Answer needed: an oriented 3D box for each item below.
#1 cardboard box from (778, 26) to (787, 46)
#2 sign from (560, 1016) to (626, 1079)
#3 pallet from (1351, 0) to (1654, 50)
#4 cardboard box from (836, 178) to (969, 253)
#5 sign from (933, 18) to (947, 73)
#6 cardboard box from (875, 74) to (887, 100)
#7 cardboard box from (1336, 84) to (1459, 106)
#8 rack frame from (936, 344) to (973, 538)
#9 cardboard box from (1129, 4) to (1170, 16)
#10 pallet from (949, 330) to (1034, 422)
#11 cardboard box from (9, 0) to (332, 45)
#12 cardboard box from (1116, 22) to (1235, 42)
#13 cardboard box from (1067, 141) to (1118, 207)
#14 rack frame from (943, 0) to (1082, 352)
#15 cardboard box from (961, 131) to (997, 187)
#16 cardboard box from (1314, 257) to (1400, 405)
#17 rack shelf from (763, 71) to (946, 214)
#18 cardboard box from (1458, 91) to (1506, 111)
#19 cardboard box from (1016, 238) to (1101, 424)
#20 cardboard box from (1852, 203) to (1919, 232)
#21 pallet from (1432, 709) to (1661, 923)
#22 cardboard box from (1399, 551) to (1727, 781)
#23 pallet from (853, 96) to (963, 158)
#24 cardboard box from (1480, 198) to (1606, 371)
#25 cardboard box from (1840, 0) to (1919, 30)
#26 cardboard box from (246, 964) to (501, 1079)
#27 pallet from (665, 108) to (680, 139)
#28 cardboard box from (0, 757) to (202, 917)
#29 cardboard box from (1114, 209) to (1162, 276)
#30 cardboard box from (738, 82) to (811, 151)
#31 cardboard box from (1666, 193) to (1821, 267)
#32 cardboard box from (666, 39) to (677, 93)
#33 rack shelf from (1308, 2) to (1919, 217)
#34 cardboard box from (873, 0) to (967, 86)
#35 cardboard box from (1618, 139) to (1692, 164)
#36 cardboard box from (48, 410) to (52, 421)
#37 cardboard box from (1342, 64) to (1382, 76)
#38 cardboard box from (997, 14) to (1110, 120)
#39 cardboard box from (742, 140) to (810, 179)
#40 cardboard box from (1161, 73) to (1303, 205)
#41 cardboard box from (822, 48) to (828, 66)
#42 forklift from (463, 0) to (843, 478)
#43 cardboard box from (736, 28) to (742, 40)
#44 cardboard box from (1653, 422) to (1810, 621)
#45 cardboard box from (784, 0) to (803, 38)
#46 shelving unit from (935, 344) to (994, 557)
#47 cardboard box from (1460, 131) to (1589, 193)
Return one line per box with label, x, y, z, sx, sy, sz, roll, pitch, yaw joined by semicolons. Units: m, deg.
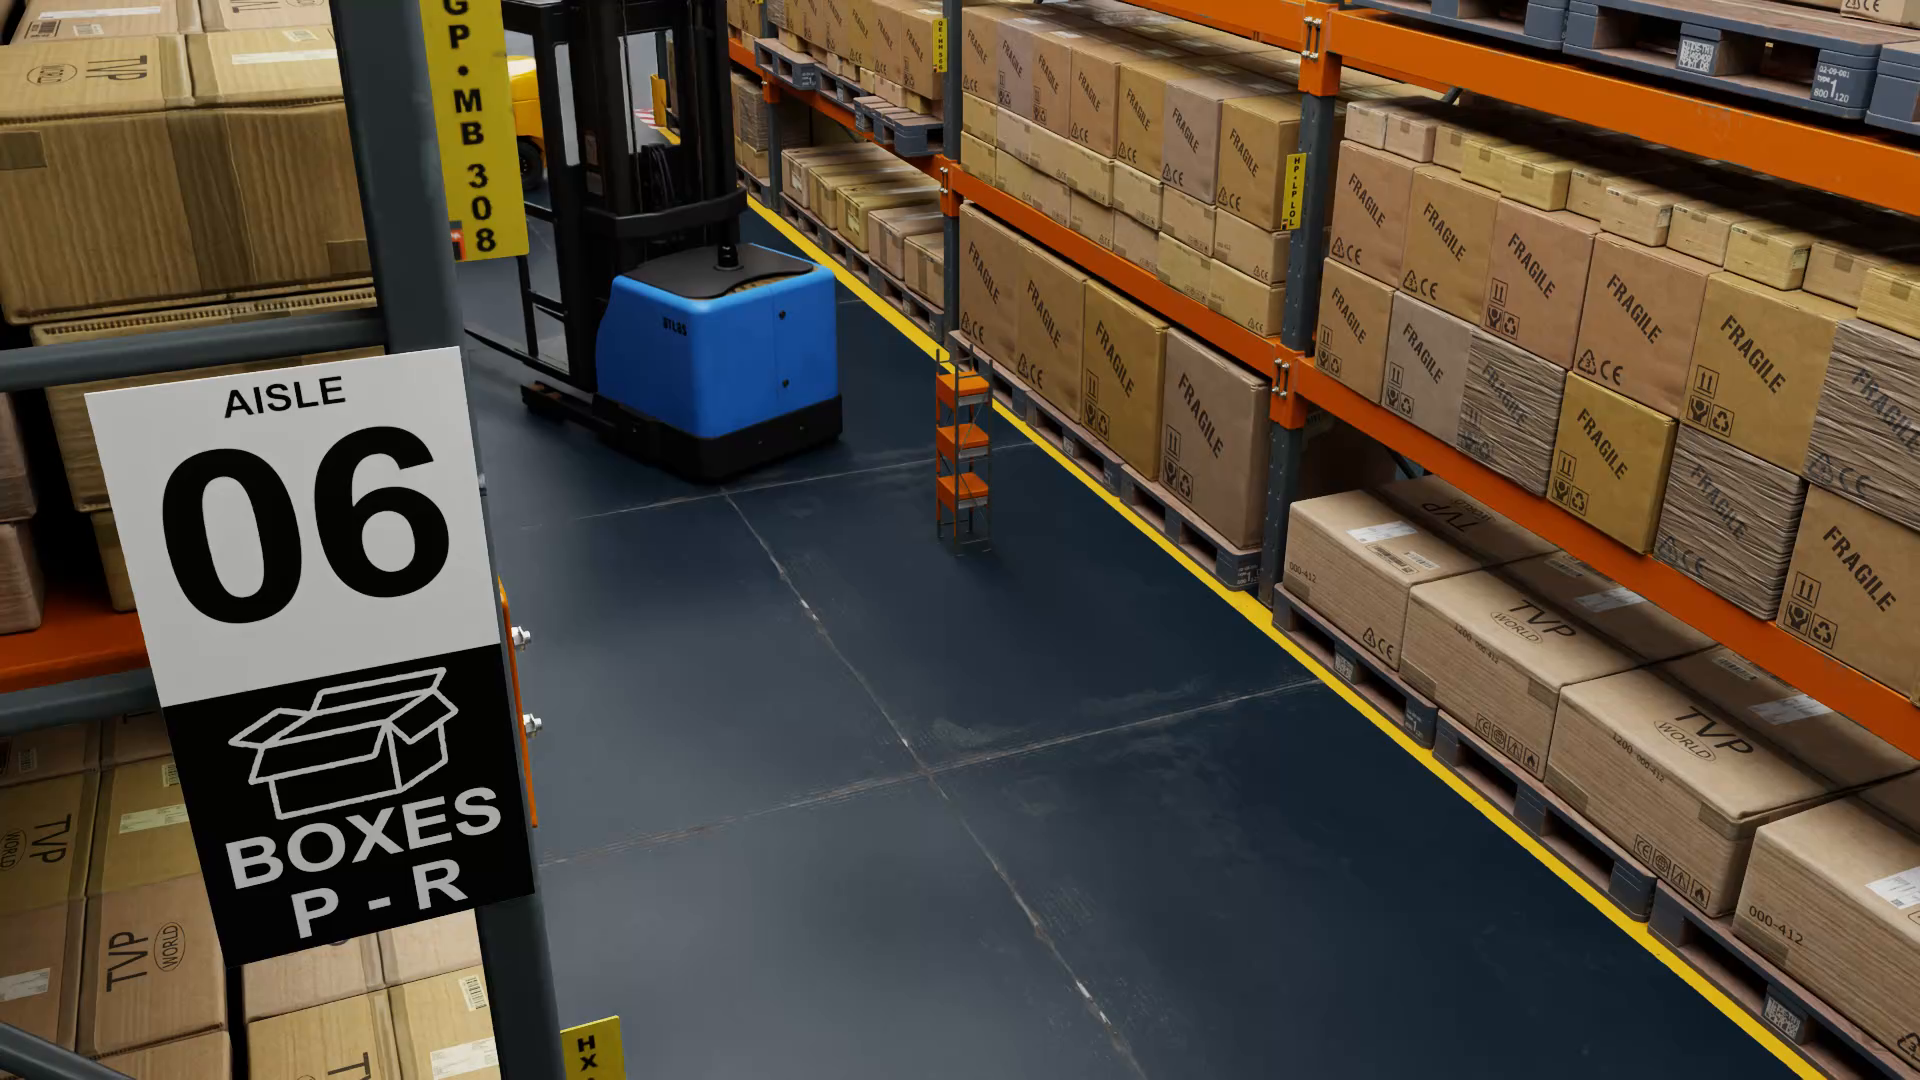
cardboard box;-1.268;-4.143;13.625;0.380;0.149;0.250;-10;28;-20
sign;-0.561;0.872;2.559;0.100;0.325;0.005;-11;28;-21
pallet;2.250;-2.091;6.296;1.003;0.211;1.213;-11;28;-21
cardboard box;-0.427;-2.571;13.114;0.950;0.372;0.625;-10;28;-19
sign;-0.123;-3.118;10.487;0.100;0.325;0.005;-11;28;-21
cardboard box;-0.375;-3.190;11.673;0.380;0.149;0.250;-12;28;-23
cardboard box;2.032;-1.836;7.839;0.500;0.500;0.500;-10;28;-20
rack frame;-0.027;-0.499;8.576;0.200;1.050;0.008;-11;28;-21
cardboard box;2.428;-5.468;18.472;0.875;0.875;0.875;-11;28;-21
pallet;0.612;-1.146;10.856;1.003;0.211;1.213;-11;28;-21
cardboard box;-1.184;-0.716;2.640;0.500;0.250;0.500;-11;28;-21
cardboard box;1.213;-2.653;9.511;0.500;0.500;0.500;-11;28;-21
cardboard box;0.916;-2.021;9.072;0.500;0.250;0.500;-10;28;-20
rack frame;0.373;-2.730;10.922;1.000;3.000;0.127;-11;28;-21
cardboard box;0.333;-2.422;10.462;0.500;0.250;0.500;-11;28;-21
cardboard box;1.882;-0.926;7.113;0.500;0.500;0.500;-10;28;-19
rack shelf;-0.410;-3.214;12.734;1.077;0.370;4.000;-11;28;-21
cardboard box;2.353;-1.831;7.089;0.380;0.149;0.250;-11;28;-22
cardboard box;0.913;-1.310;9.957;0.875;0.875;0.875;-10;28;-20
cardboard box;3.127;-1.003;5.393;0.380;0.149;0.250;-10;28;-20
pallet;2.647;0.952;6.560;1.003;0.211;1.213;-11;28;-21
cardboard box;2.438;0.481;6.788;0.875;0.438;0.875;-11;28;-22
pallet;-0.004;-2.913;11.516;1.213;0.211;1.003;-11;28;-21
cardboard box;2.285;-0.962;6.047;0.500;0.500;0.500;-10;28;-20
cardboard box;2.966;-1.655;4.810;0.500;0.311;0.500;-10;28;-20
cardboard box;-0.990;1.058;2.995;0.500;0.250;0.500;-10;28;-20
pallet;-2.445;-4.342;17.402;1.003;0.211;1.213;-11;28;-21
cardboard box;-1.875;0.739;3.650;0.500;0.250;0.500;-10;28;-19
cardboard box;1.153;-1.598;8.776;0.500;0.250;0.500;-11;28;-22
cardboard box;-1.672;-3.828;14.971;0.500;0.500;0.500;-11;28;-21
cardboard box;2.545;-1.011;5.410;0.380;0.149;0.250;-10;28;-19
cardboard box;-2.689;-4.867;17.100;0.500;0.500;0.500;-12;28;-22
rack shelf;2.723;-1.332;5.461;1.077;0.370;4.000;-11;28;-21
cardboard box;-0.273;-3.440;11.445;0.500;0.500;0.500;-11;28;-21
cardboard box;2.692;-1.410;6.226;0.380;0.149;0.250;-11;28;-21
cardboard box;-1.694;-0.288;2.788;0.380;0.149;0.250;-12;28;-22
cardboard box;3.648;-4.179;15.975;1.050;0.750;0.750;-11;28;-21
cardboard box;0.544;-2.784;9.781;0.500;0.500;0.500;-10;28;-20
cardboard box;-1.672;-3.490;15.135;0.500;0.250;0.500;-9;28;-18
cardboard box;1.324;-1.954;8.080;0.500;0.500;0.500;-10;28;-20
cardboard box;-0.839;-3.728;12.775;0.380;0.149;0.250;-10;28;-20
forklift;-2.097;-2.208;9.933;3.031;2.935;1.130;24;35;39
cardboard box;-1.819;-4.630;15.101;0.380;0.149;0.250;-11;28;-21
cardboard box;2.680;-0.106;5.434;0.500;0.500;0.500;-10;28;-19
cardboard box;-1.077;-4.271;13.148;0.500;0.500;0.500;-10;28;-20
shelving unit;0.021;-0.450;8.475;0.215;1.050;0.252;-11;28;-21
cardboard box;2.119;-1.421;6.249;0.380;0.149;0.250;-11;28;-21
